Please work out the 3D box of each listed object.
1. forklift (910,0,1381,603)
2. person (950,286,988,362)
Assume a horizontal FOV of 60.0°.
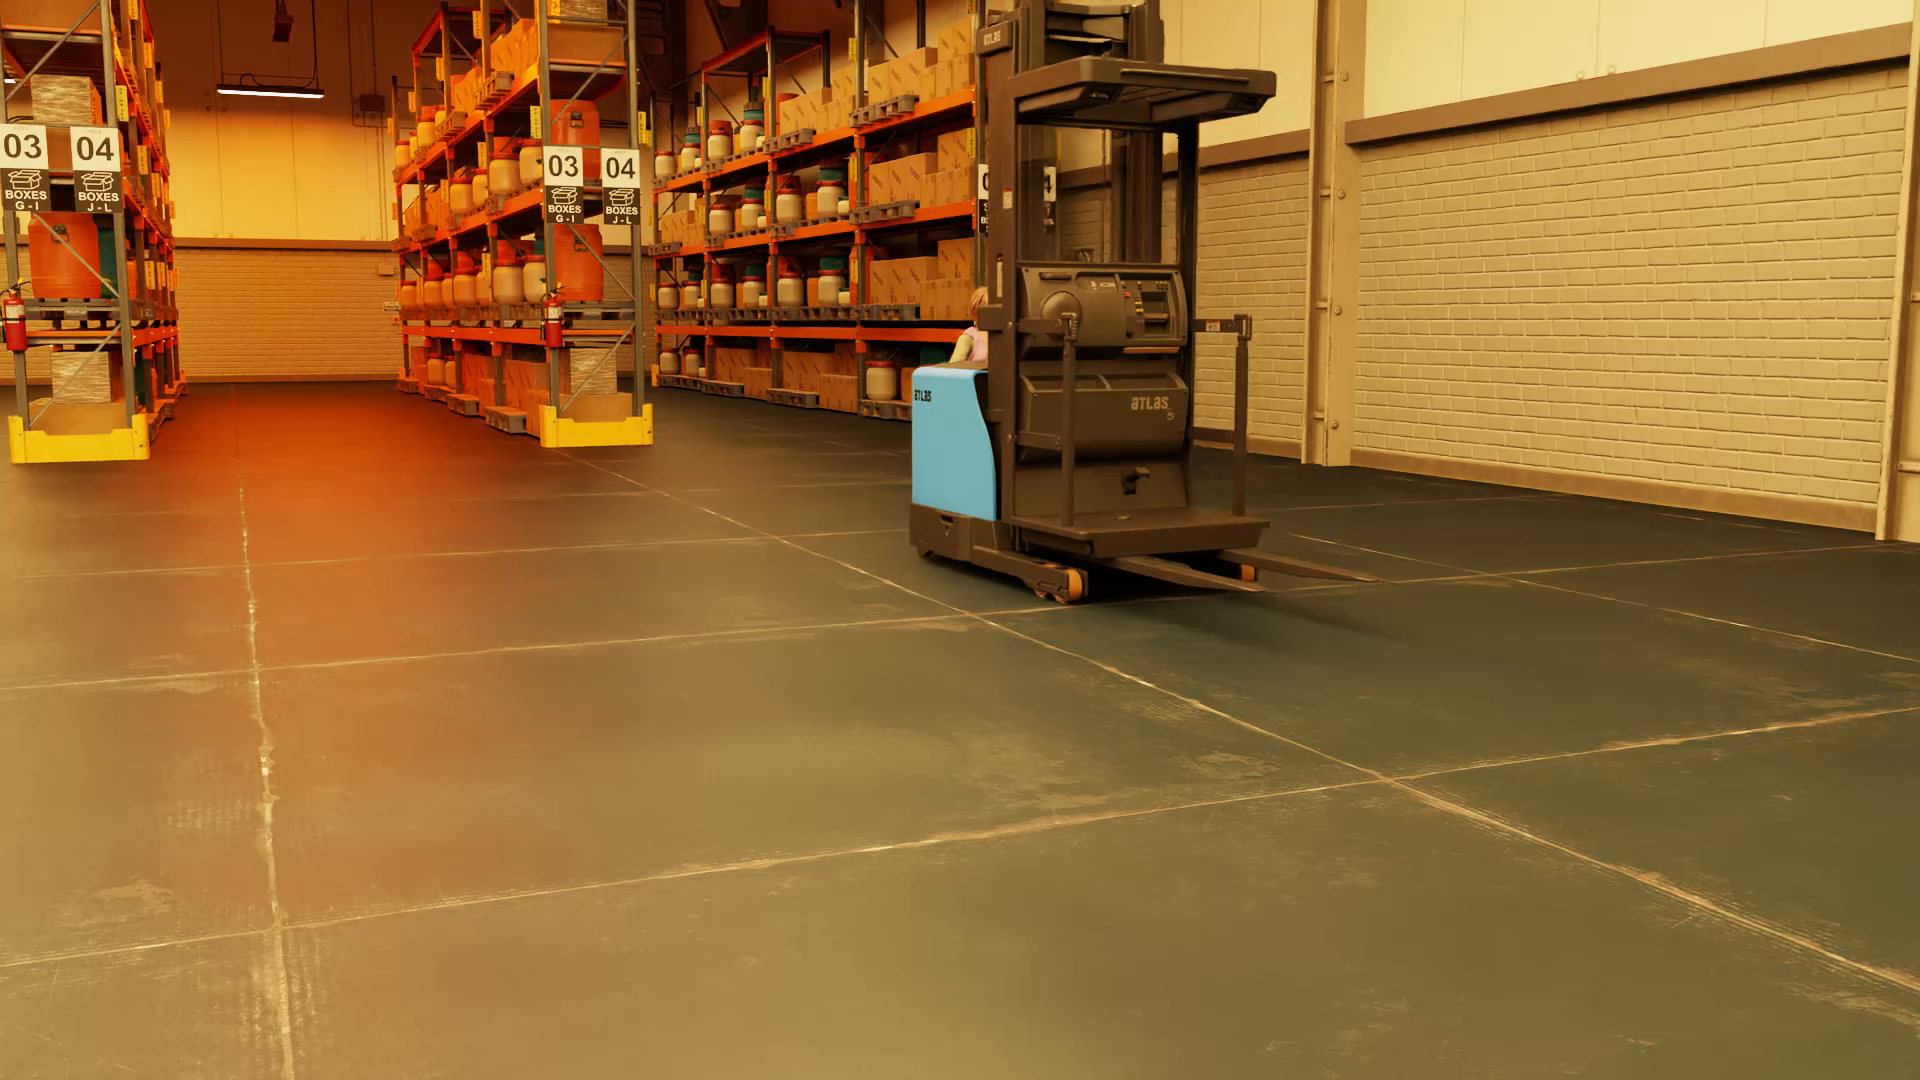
[{"bbox_3d":[0.830,-1.217,8.173,1.130,2.935,3.031,-4,8,-27],"label":"forklift"},{"bbox_3d":[0.182,-0.728,9.775,0.593,1.522,0.634,-2,8,-11],"label":"person"}]
